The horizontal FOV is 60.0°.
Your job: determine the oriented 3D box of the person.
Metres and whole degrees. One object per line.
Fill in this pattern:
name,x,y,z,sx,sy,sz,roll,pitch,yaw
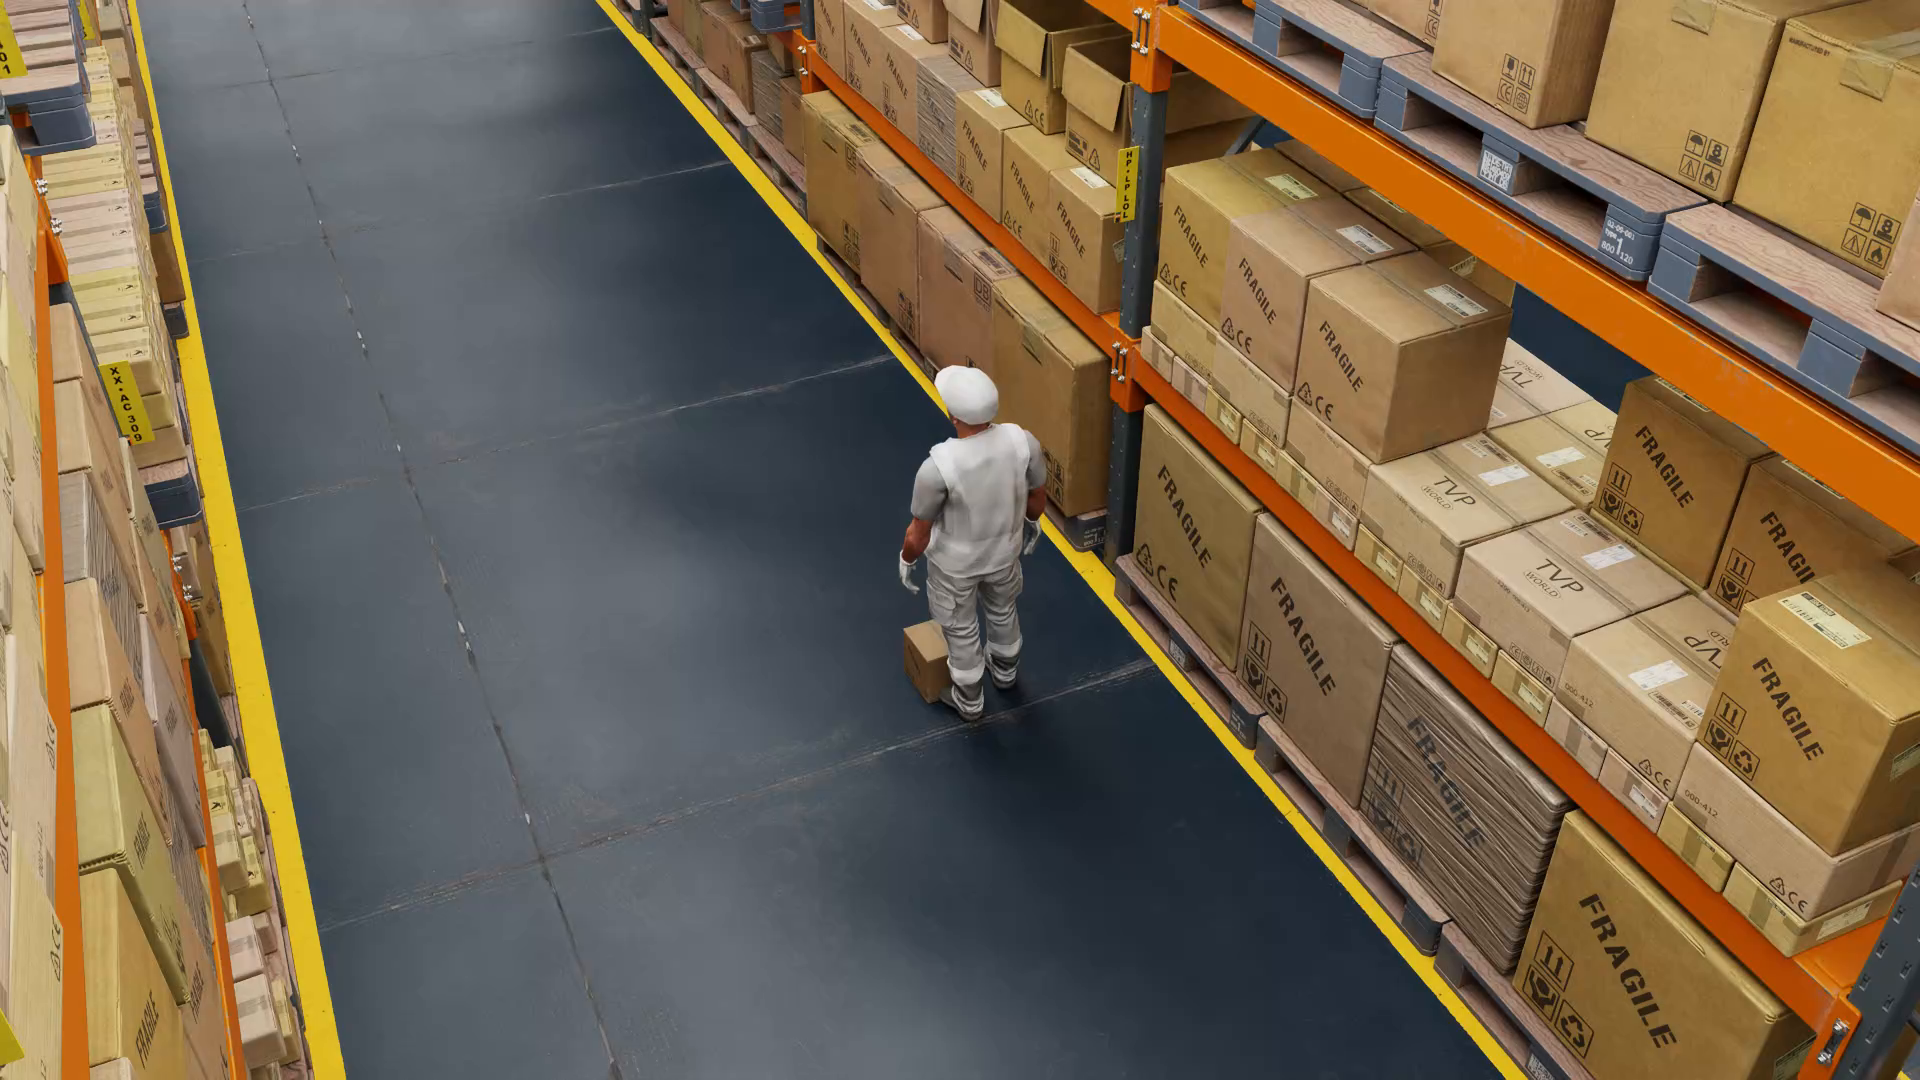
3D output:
person,0.026,0.001,6.819,0.637,1.790,0.562,-16,40,-20
